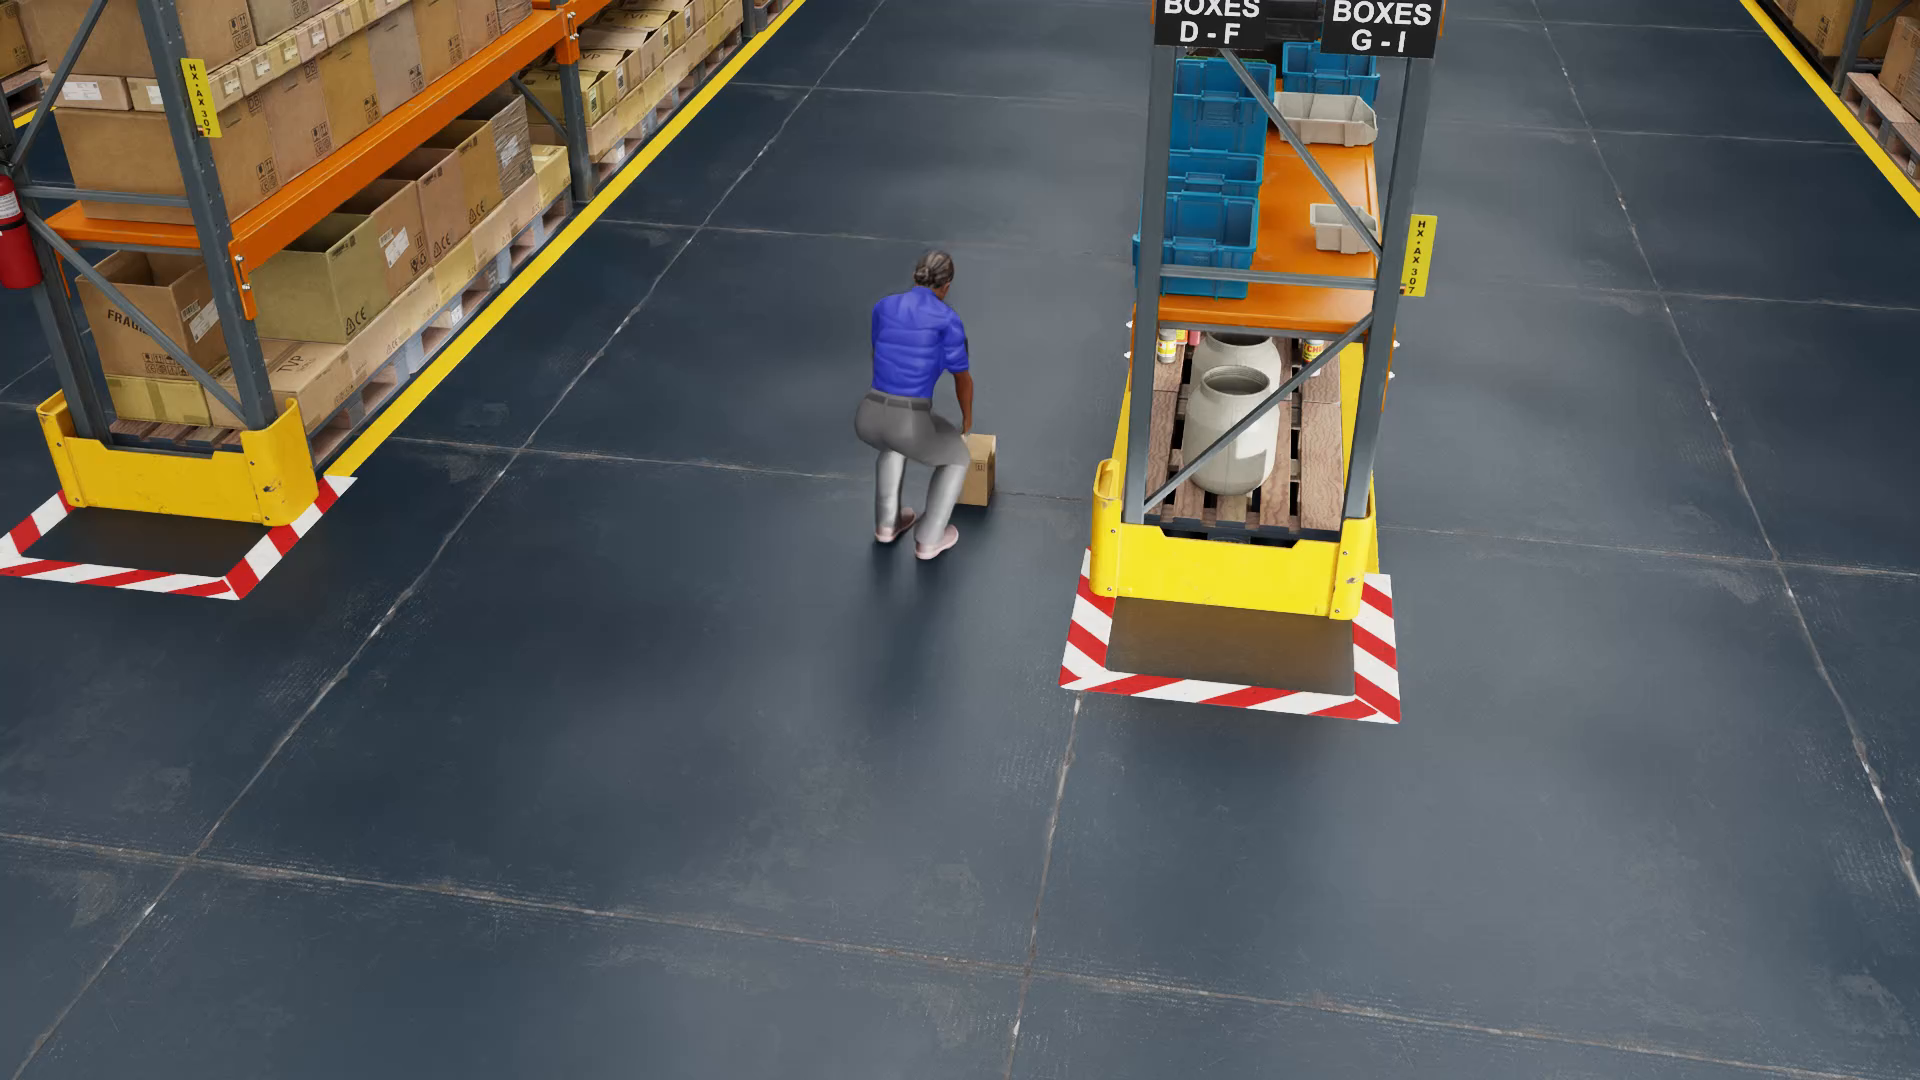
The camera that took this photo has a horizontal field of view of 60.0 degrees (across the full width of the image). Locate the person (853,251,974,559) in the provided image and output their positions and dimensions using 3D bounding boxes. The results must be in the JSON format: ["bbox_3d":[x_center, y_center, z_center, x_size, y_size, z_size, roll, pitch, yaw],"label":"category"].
[{"bbox_3d":[-0.221,-0.583,7.389,0.496,1.306,0.669,17,36,25],"label":"person"}]
